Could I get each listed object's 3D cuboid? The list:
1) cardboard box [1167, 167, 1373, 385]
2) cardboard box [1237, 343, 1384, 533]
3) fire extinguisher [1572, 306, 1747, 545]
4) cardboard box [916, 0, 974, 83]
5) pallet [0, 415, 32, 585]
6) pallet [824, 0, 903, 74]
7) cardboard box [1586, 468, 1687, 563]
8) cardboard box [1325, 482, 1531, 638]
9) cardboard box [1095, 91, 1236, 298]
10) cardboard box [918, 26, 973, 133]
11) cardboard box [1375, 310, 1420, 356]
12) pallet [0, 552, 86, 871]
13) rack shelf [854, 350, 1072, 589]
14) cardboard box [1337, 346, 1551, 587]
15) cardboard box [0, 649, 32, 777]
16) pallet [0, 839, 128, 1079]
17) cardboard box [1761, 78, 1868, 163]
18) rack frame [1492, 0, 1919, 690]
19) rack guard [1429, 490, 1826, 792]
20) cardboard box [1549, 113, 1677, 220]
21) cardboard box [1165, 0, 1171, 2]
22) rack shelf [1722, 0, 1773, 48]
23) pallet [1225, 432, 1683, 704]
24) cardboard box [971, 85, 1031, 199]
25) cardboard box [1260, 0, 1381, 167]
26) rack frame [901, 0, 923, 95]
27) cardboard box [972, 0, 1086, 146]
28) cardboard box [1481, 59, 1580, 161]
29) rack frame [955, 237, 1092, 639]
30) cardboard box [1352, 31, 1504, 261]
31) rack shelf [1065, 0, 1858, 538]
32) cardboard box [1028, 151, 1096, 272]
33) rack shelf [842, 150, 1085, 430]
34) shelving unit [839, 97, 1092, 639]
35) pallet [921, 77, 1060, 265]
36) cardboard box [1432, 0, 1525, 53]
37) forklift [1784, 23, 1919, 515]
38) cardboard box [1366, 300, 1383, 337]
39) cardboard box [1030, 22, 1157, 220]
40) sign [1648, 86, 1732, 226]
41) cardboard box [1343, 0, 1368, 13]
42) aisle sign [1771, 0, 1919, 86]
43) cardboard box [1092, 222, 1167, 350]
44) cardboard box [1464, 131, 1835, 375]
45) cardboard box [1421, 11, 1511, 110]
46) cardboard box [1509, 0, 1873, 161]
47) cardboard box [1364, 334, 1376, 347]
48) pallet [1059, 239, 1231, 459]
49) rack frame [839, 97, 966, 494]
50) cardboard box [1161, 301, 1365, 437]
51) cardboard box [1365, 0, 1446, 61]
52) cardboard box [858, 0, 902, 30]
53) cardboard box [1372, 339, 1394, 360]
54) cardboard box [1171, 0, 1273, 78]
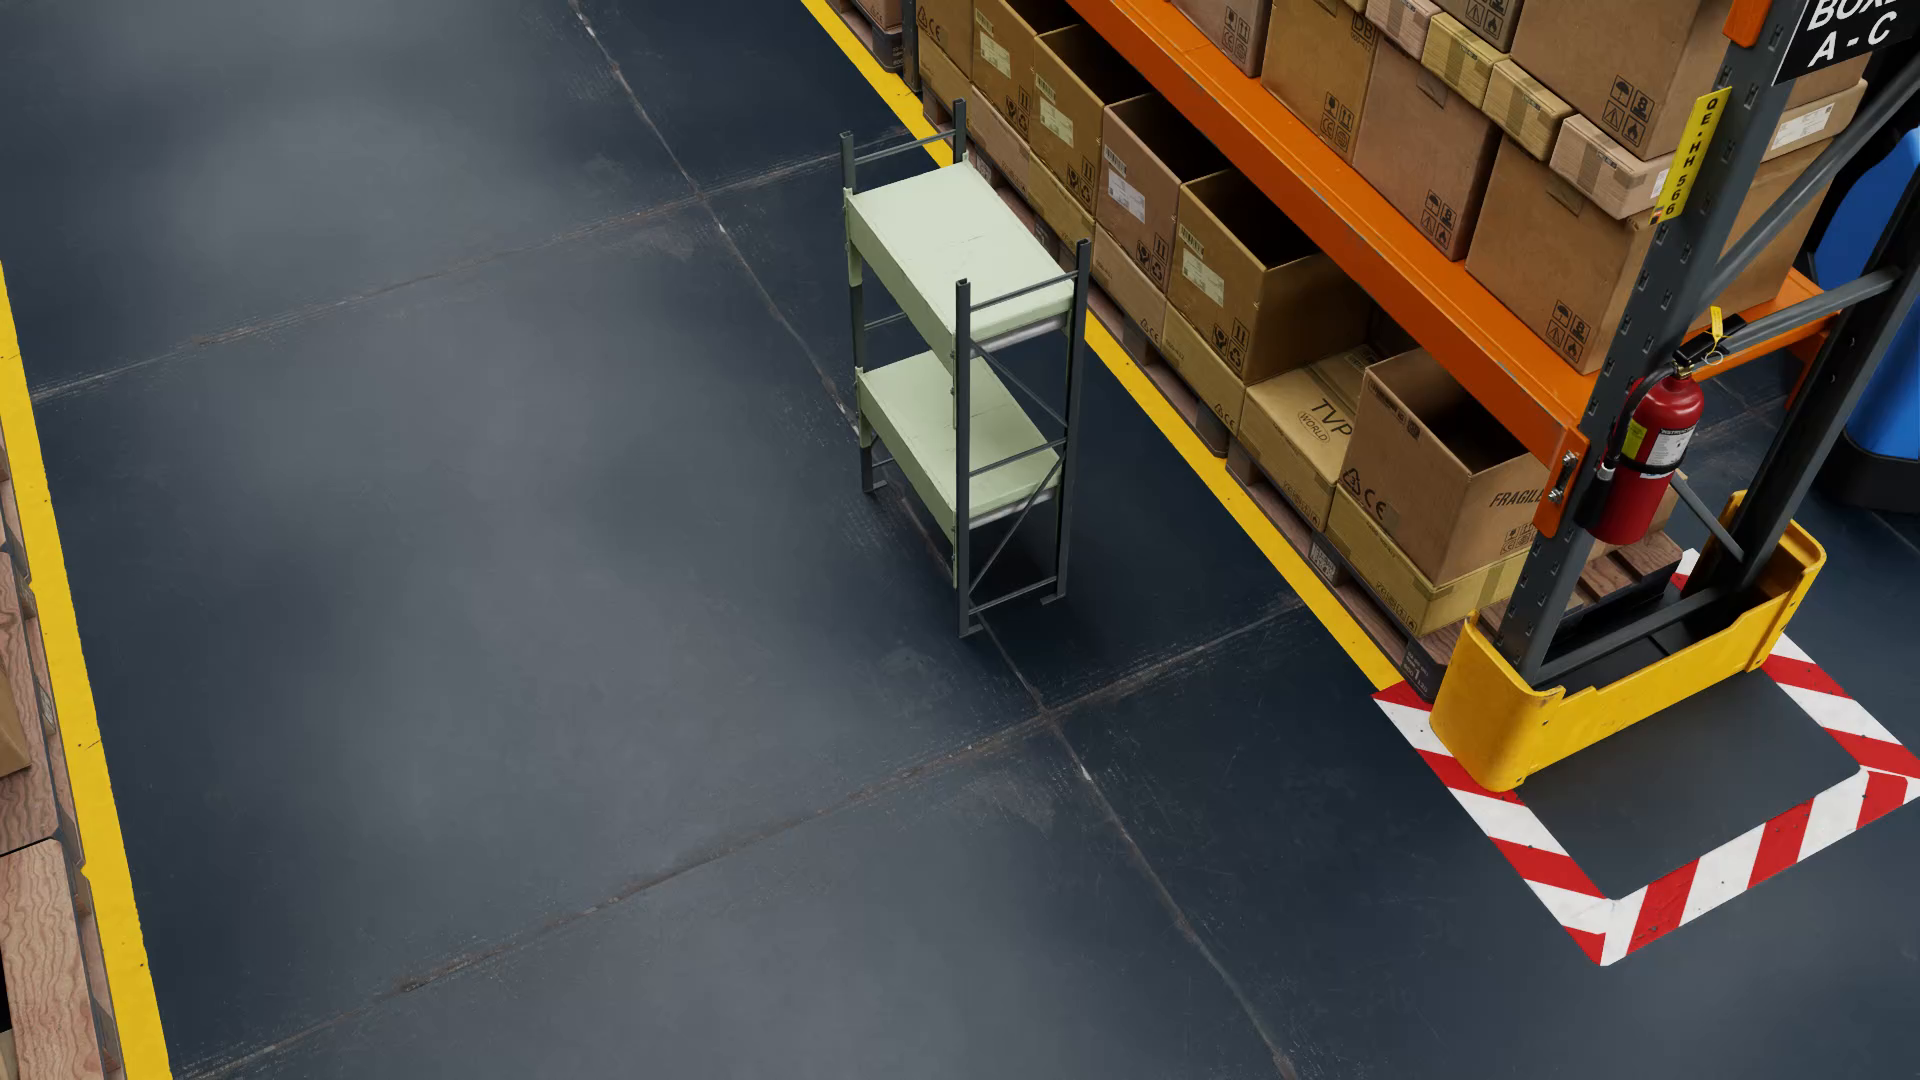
[{"bbox_3d":[1.063,-0.933,5.623,0.500,0.500,0.500,-21,52,-18],"label":"cardboard box"},{"bbox_3d":[1.296,-0.353,5.614,0.500,0.250,0.500,-21,52,-18],"label":"cardboard box"},{"bbox_3d":[1.685,-0.268,4.043,0.296,0.674,0.183,-21,52,-18],"label":"fire extinguisher"},{"bbox_3d":[0.147,-2.271,6.793,0.500,0.500,0.500,-21,52,-18],"label":"cardboard box"},{"bbox_3d":[-3.851,-0.145,5.737,1.003,0.211,1.213,-21,52,-18],"label":"pallet"},{"bbox_3d":[-0.158,-2.771,8.033,1.003,0.211,1.213,-21,52,-18],"label":"pallet"},{"bbox_3d":[1.996,-0.201,5.480,0.500,0.250,0.500,-21,52,-18],"label":"cardboard box"},{"bbox_3d":[1.536,-0.022,5.324,0.500,0.250,0.500,-21,52,-18],"label":"cardboard box"},{"bbox_3d":[0.836,-1.268,5.916,0.500,0.500,0.500,-21,52,-18],"label":"cardboard box"},{"bbox_3d":[0.156,-2.027,7.078,0.500,0.250,0.500,-21,52,-18],"label":"cardboard box"},{"bbox_3d":[1.766,-0.782,5.490,0.500,0.500,0.500,-21,52,-18],"label":"cardboard box"},{"bbox_3d":[-3.288,0.672,5.022,1.003,0.211,1.213,-21,52,-18],"label":"pallet"},{"bbox_3d":[0.003,-0.275,5.427,0.431,0.370,0.720,-21,52,-18],"label":"rack shelf"},{"bbox_3d":[1.534,-0.268,5.042,0.500,0.500,0.500,-21,52,-18],"label":"cardboard box"},{"bbox_3d":[-3.148,0.471,4.714,0.700,0.500,0.500,-24,53,-20],"label":"cardboard box"},{"bbox_3d":[-2.734,1.488,4.308,1.003,0.211,1.213,-21,52,-18],"label":"pallet"},{"bbox_3d":[2.056,-1.115,4.235,0.380,0.149,0.250,-22,52,-18],"label":"cardboard box"},{"bbox_3d":[2.044,-0.532,4.223,1.000,3.000,0.127,-21,52,-18],"label":"rack frame"},{"bbox_3d":[2.055,0.307,5.149,1.175,0.500,0.348,-21,52,-18],"label":"rack guard"},{"bbox_3d":[1.700,-0.969,4.107,0.380,0.149,0.250,-22,52,-18],"label":"cardboard box"},{"bbox_3d":[0.895,-2.259,5.667,0.700,0.500,0.500,-20,52,-17],"label":"cardboard box"},{"bbox_3d":[1.129,-2.621,4.535,1.077,0.370,4.000,-21,52,-18],"label":"rack shelf"},{"bbox_3d":[1.657,-0.112,5.707,1.003,0.211,1.213,-21,52,-18],"label":"pallet"},{"bbox_3d":[0.380,-1.691,6.784,0.500,0.250,0.500,-21,52,-18],"label":"cardboard box"},{"bbox_3d":[1.375,-1.566,5.060,0.700,0.500,0.500,-21,52,-17],"label":"cardboard box"},{"bbox_3d":[0.213,-3.209,6.564,1.000,3.000,0.127,-21,52,-18],"label":"rack frame"},{"bbox_3d":[0.383,-1.939,6.503,0.500,0.500,0.500,-21,52,-18],"label":"cardboard box"},{"bbox_3d":[1.579,-1.143,4.260,0.380,0.149,0.250,-20,52,-17],"label":"cardboard box"},{"bbox_3d":[0.171,-0.244,4.967,0.400,1.500,0.023,-21,52,-18],"label":"rack frame"},{"bbox_3d":[1.597,-1.232,4.768,0.700,0.500,0.500,-20,52,-17],"label":"cardboard box"},{"bbox_3d":[1.129,-1.634,5.664,1.077,0.370,4.000,-21,52,-18],"label":"rack shelf"},{"bbox_3d":[0.605,-1.355,6.490,0.500,0.250,0.500,-21,52,-18],"label":"cardboard box"},{"bbox_3d":[0.003,-0.746,4.888,0.431,0.370,0.720,-21,52,-18],"label":"rack shelf"},{"bbox_3d":[0.003,-0.489,5.182,0.431,1.500,0.755,-21,52,-18],"label":"shelving unit"},{"bbox_3d":[0.540,-1.745,7.136,1.003,0.211,1.213,-21,52,-18],"label":"pallet"},{"bbox_3d":[1.572,-1.695,4.311,0.700,0.500,0.500,-22,53,-18],"label":"cardboard box"},{"bbox_3d":[3.817,-2.085,5.627,1.130,2.935,3.031,9,49,8],"label":"forklift"},{"bbox_3d":[1.525,-1.112,5.779,0.500,0.500,0.500,-21,52,-18],"label":"cardboard box"},{"bbox_3d":[0.605,-1.602,6.208,0.500,0.500,0.500,-21,52,-18],"label":"cardboard box"},{"bbox_3d":[1.555,-0.814,3.542,0.100,0.325,0.005,-21,52,-18],"label":"sign"},{"bbox_3d":[1.228,-1.659,4.711,0.380,0.149,0.250,-20,52,-16],"label":"cardboard box"},{"bbox_3d":[1.813,-1.243,3.117,0.394,0.787,0.004,-21,52,-18],"label":"aisle sign"},{"bbox_3d":[0.839,-1.022,6.199,0.500,0.250,0.500,-21,52,-18],"label":"cardboard box"},{"bbox_3d":[1.842,-0.882,4.462,0.700,0.500,0.500,-21,52,-18],"label":"cardboard box"},{"bbox_3d":[1.461,-1.314,4.410,0.380,0.149,0.250,-22,52,-18],"label":"cardboard box"},{"bbox_3d":[1.817,-1.344,4.005,0.700,0.500,0.500,-21,52,-17],"label":"cardboard box"},{"bbox_3d":[1.536,-0.869,6.065,0.500,0.250,0.500,-21,52,-18],"label":"cardboard box"},{"bbox_3d":[1.102,-0.927,6.420,1.003,0.211,1.213,-21,52,-18],"label":"pallet"},{"bbox_3d":[-0.164,-0.734,5.396,0.400,1.500,0.023,-21,52,-18],"label":"rack frame"},{"bbox_3d":[1.066,-0.687,5.906,0.500,0.250,0.500,-21,52,-18],"label":"cardboard box"},{"bbox_3d":[1.348,-1.484,4.557,0.380,0.149,0.250,-21,52,-17],"label":"cardboard box"},{"bbox_3d":[-0.234,-2.620,7.596,0.500,0.250,0.500,-22,52,-18],"label":"cardboard box"},{"bbox_3d":[1.764,-0.534,5.772,0.500,0.250,0.500,-21,52,-18],"label":"cardboard box"},{"bbox_3d":[1.131,-1.917,5.368,0.700,0.500,0.500,-20,52,-16],"label":"cardboard box"}]
